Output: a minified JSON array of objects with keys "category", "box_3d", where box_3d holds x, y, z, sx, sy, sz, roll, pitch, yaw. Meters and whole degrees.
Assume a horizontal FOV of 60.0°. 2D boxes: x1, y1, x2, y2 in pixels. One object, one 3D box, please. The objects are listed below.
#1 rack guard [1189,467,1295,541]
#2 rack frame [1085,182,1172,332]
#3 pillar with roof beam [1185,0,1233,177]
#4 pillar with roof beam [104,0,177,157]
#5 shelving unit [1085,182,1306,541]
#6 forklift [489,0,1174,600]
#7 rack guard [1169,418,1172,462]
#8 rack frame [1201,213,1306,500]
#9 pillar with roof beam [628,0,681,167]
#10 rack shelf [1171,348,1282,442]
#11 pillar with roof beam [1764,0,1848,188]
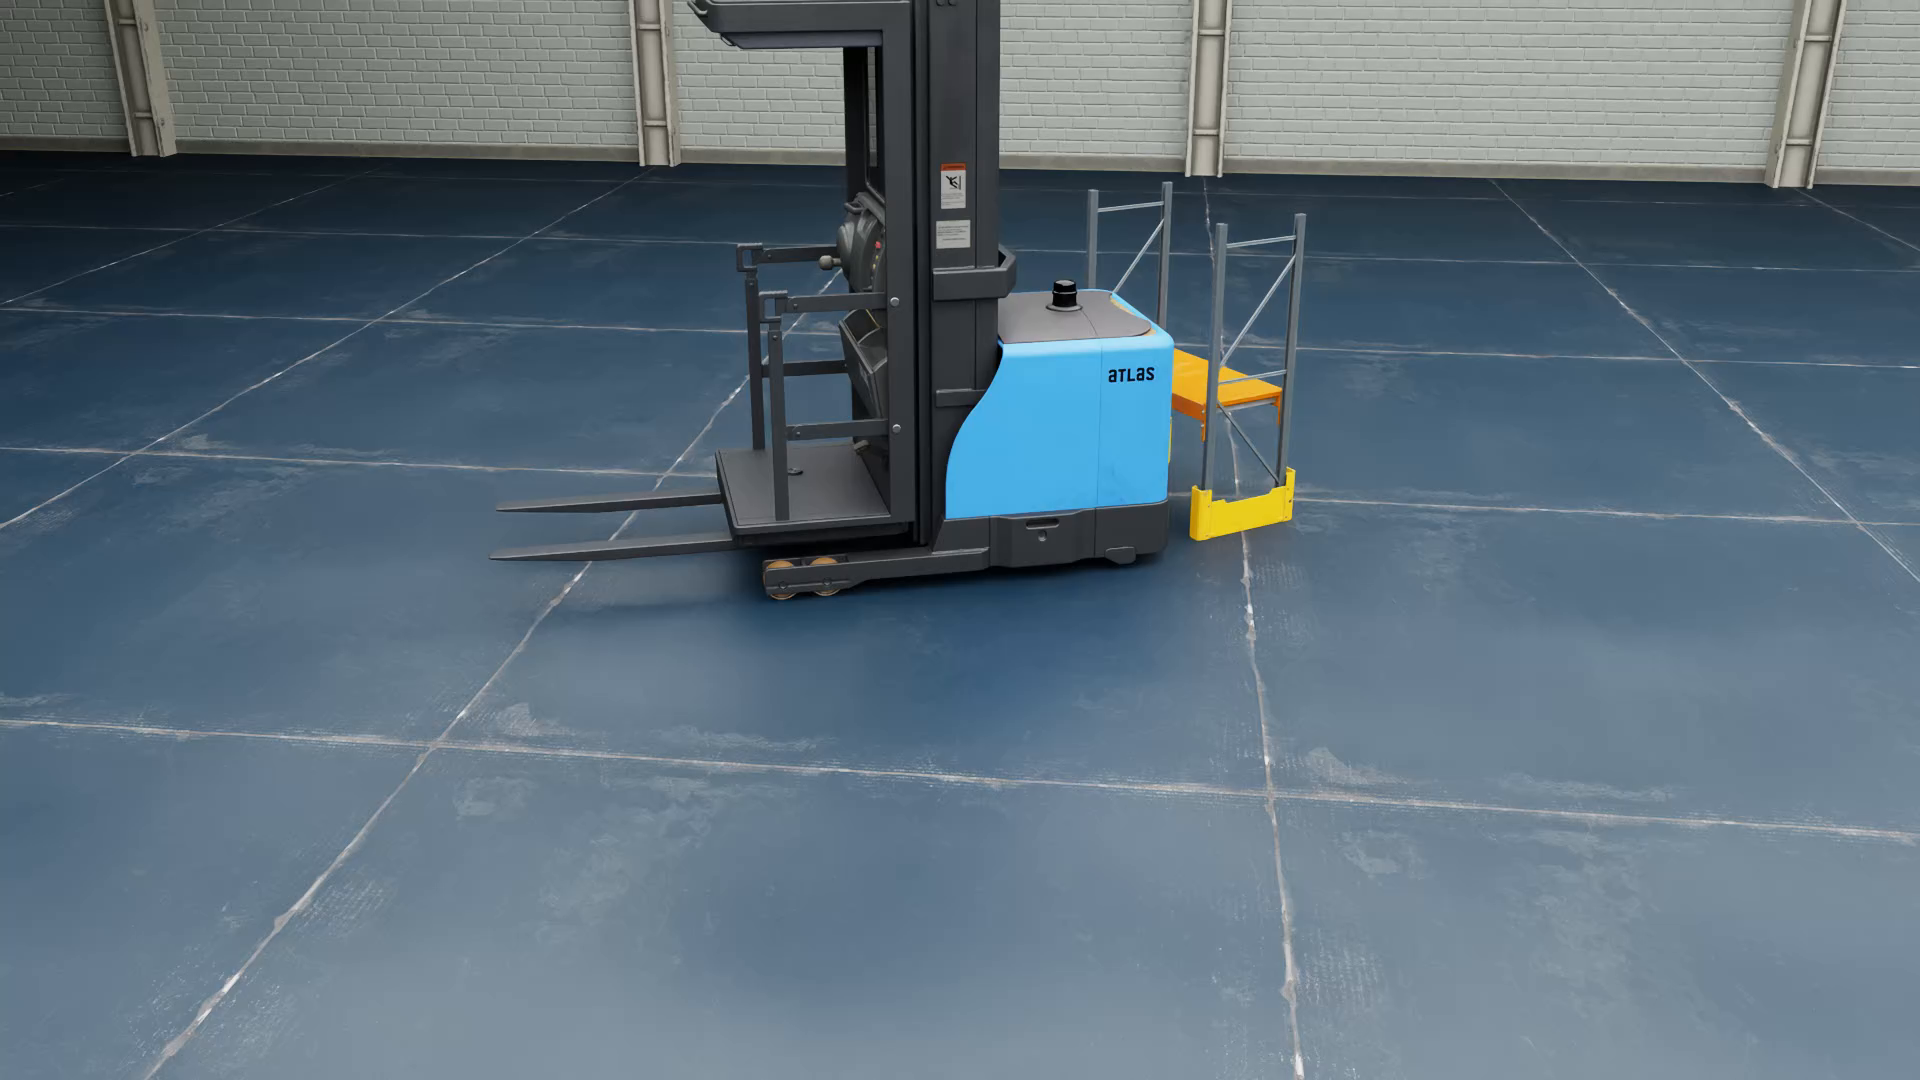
[{"category":"rack guard","box_3d":[1.368,-0.178,8.050,0.587,0.250,0.087,-12,25,-28]},{"category":"rack frame","box_3d":[0.859,-1.082,8.637,0.500,1.500,0.032,-12,25,-28]},{"category":"pillar with roof beam","box_3d":[2.113,-6.548,12.263,0.400,9.000,9.100,2,22,6]},{"category":"pillar with roof beam","box_3d":[-9.803,-7.067,13.576,0.400,9.000,9.100,2,22,6]},{"category":"shelving unit","box_3d":[1.118,-0.917,8.220,0.587,1.500,1.083,-12,25,-28]},{"category":"forklift","box_3d":[-0.613,-1.314,7.278,3.031,2.935,1.130,-5,22,-11]},{"category":"rack guard","box_3d":[0.868,-0.495,8.851,0.587,0.250,0.087,-12,25,-28]},{"category":"rack frame","box_3d":[1.369,-0.759,7.819,0.500,1.500,0.032,-12,25,-28]},{"category":"pillar with roof beam","box_3d":[-3.845,-6.808,12.919,0.400,9.000,9.100,2,22,6]},{"category":"rack shelf","box_3d":[1.114,-0.753,8.294,0.538,0.185,1.000,-12,25,-28]},{"category":"pillar with roof beam","box_3d":[8.072,-6.288,11.606,0.400,9.000,9.100,2,22,6]}]
